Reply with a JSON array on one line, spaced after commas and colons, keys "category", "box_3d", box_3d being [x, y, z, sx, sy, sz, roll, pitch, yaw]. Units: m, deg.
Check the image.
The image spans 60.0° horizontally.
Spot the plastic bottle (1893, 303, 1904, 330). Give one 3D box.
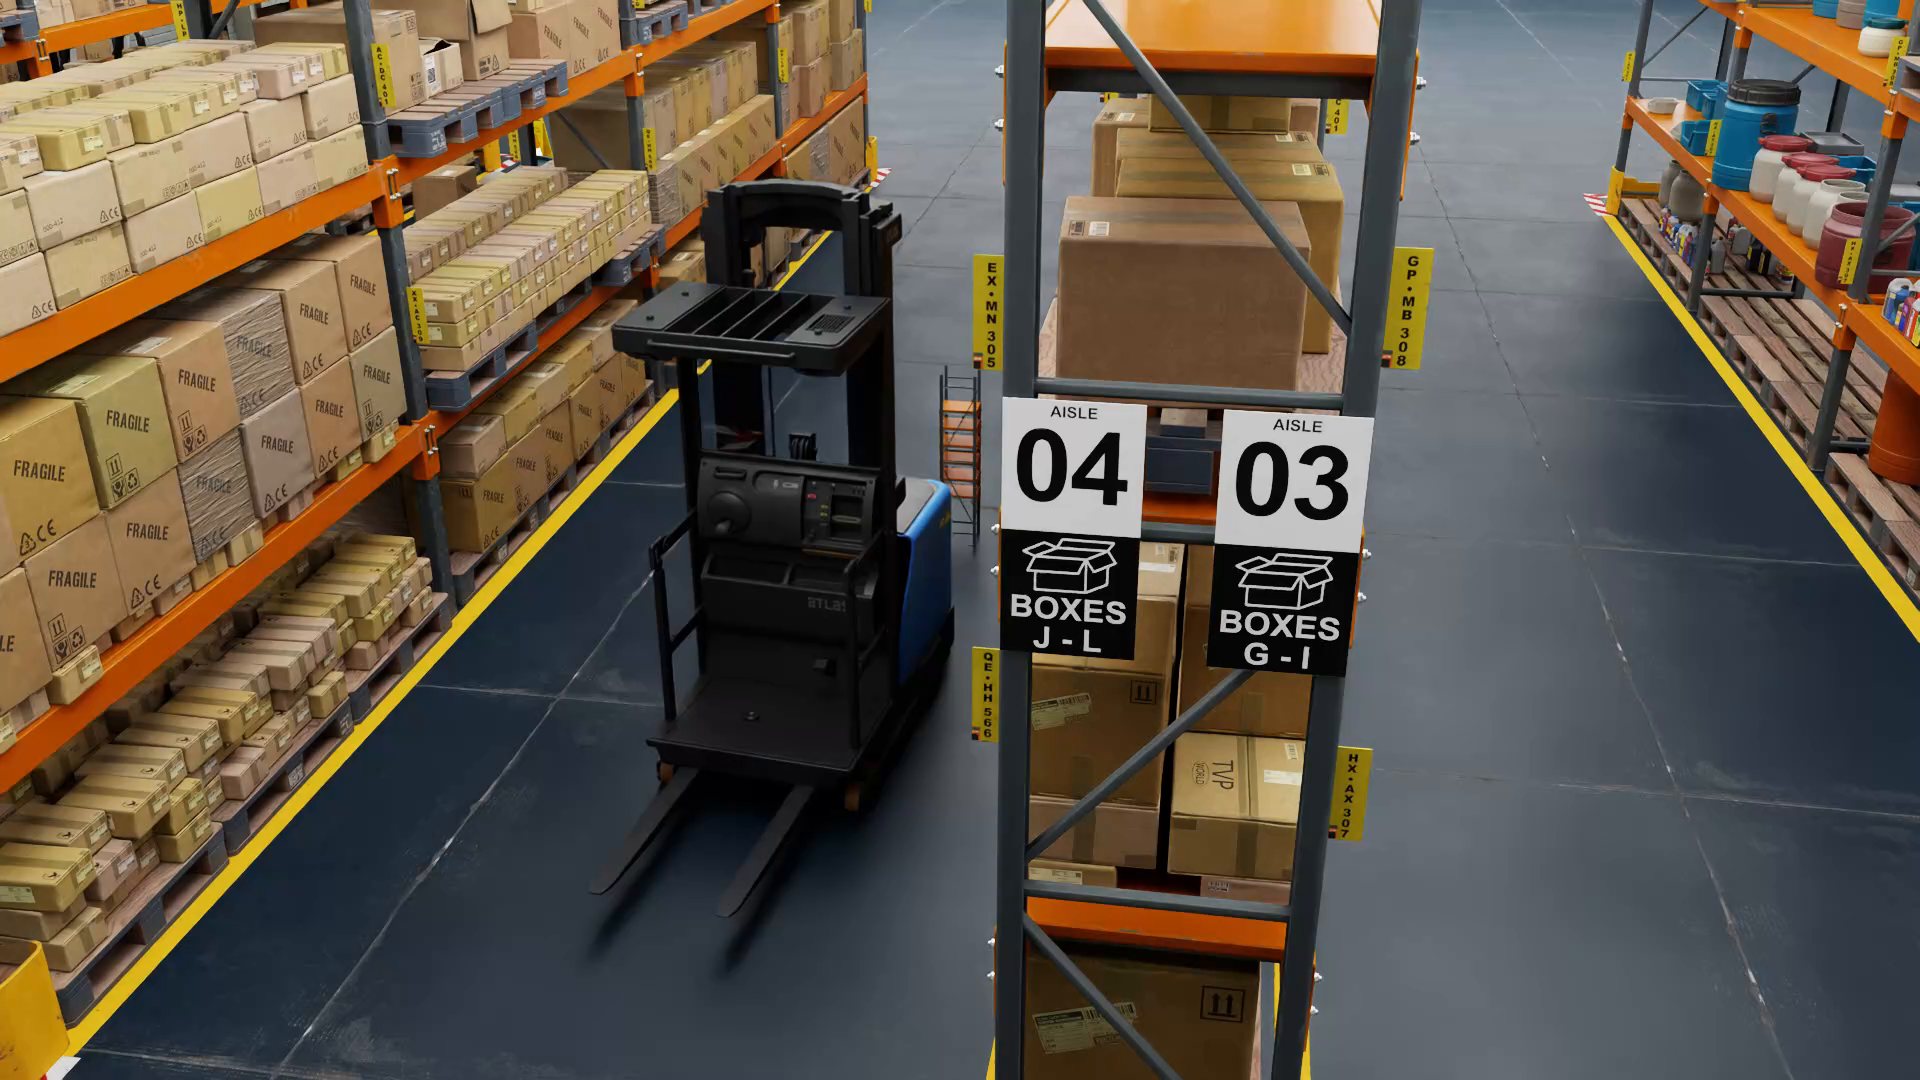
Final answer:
[{"category": "plastic bottle", "box_3d": [6.361, -1.519, 11.192, 0.097, 0.201, 0.097, 0, 25, 0]}]

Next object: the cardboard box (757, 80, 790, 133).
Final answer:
[{"category": "cardboard box", "box_3d": [-2.248, -4.480, 17.106, 0.875, 0.550, 0.550, 4, 25, 9]}]

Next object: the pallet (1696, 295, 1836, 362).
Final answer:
[{"category": "pallet", "box_3d": [7.376, -1.934, 15.133, 1.003, 0.211, 1.213, 4, 25, 9]}]

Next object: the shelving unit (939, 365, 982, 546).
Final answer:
[{"category": "shelving unit", "box_3d": [0.002, -0.549, 11.009, 0.258, 1.200, 0.189, 4, 25, 9]}]

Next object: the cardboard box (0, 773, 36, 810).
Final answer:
[{"category": "cardboard box", "box_3d": [-4.407, 1.136, 7.450, 0.380, 0.149, 0.250, 3, 25, 7]}]

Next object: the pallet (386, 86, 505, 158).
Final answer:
[{"category": "pallet", "box_3d": [-3.398, -2.436, 9.598, 1.213, 0.211, 1.003, 4, 25, 9]}]

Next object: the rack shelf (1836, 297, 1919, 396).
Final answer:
[{"category": "rack shelf", "box_3d": [6.486, -0.693, 10.040, 1.077, 0.370, 4.000, 4, 25, 9]}]

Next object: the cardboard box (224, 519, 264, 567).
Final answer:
[{"category": "cardboard box", "box_3d": [-3.604, -0.003, 8.014, 0.380, 0.149, 0.250, 5, 25, 10]}]

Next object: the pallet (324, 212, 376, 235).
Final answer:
[{"category": "pallet", "box_3d": [-7.122, -3.578, 18.645, 1.003, 0.211, 1.213, 4, 25, 9]}]

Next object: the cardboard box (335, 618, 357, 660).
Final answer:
[{"category": "cardboard box", "box_3d": [-3.538, 0.534, 9.087, 0.380, 0.149, 0.250, 4, 25, 9]}]

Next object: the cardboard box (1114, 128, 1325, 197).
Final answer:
[{"category": "cardboard box", "box_3d": [0.899, -1.159, 5.919, 0.700, 0.500, 0.500, 2, 25, 5]}]

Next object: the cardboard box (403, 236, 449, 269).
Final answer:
[{"category": "cardboard box", "box_3d": [-3.558, -1.871, 10.809, 0.380, 0.149, 0.250, 3, 25, 7]}]

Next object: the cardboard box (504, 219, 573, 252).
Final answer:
[{"category": "cardboard box", "box_3d": [-2.835, -2.044, 11.177, 0.380, 0.149, 0.250, 5, 26, 10]}]

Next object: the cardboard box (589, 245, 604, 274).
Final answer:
[{"category": "cardboard box", "box_3d": [-2.748, -1.994, 11.774, 0.380, 0.149, 0.250, 3, 25, 6]}]

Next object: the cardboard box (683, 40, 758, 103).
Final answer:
[{"category": "cardboard box", "box_3d": [-2.372, -4.547, 16.129, 0.700, 0.500, 0.500, 4, 25, 8]}]

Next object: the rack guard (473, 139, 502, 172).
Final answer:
[{"category": "rack guard", "box_3d": [-6.555, -5.067, 21.485, 1.175, 0.500, 0.348, 4, 25, 9]}]

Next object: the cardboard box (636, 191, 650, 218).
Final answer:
[{"category": "cardboard box", "box_3d": [-2.582, -2.557, 12.625, 0.380, 0.149, 0.250, 5, 25, 10]}]

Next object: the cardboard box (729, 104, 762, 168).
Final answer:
[{"category": "cardboard box", "box_3d": [-2.201, -3.854, 15.828, 0.500, 0.500, 0.500, 4, 25, 8]}]

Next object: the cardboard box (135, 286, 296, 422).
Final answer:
[{"category": "cardboard box", "box_3d": [-3.591, -0.899, 7.984, 0.500, 0.500, 0.500, 5, 25, 10]}]

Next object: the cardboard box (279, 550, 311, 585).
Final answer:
[{"category": "cardboard box", "box_3d": [-3.968, 0.161, 9.533, 0.380, 0.149, 0.250, 5, 26, 11]}]

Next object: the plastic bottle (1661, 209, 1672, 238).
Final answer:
[{"category": "plastic bottle", "box_3d": [7.461, -3.340, 17.532, 0.061, 0.283, 0.133, 4, 25, 9]}]

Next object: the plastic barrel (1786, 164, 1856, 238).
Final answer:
[{"category": "plastic barrel", "box_3d": [6.903, -2.717, 13.356, 0.433, 0.535, 0.433, 0, 25, 0]}]

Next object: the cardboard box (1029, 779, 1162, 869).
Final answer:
[{"category": "cardboard box", "box_3d": [0.436, 0.860, 5.701, 0.500, 0.250, 0.500, 4, 25, 8]}]

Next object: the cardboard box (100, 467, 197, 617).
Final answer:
[{"category": "cardboard box", "box_3d": [-3.757, -0.017, 7.278, 0.500, 0.500, 0.500, 4, 25, 9]}]

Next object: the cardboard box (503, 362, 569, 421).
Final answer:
[{"category": "cardboard box", "box_3d": [-3.050, -1.036, 11.493, 0.500, 0.250, 0.500, 5, 26, 11]}]

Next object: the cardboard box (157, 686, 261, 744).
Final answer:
[{"category": "cardboard box", "box_3d": [-3.641, 0.846, 8.070, 0.380, 0.149, 0.250, 4, 25, 9]}]

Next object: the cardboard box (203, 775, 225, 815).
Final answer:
[{"category": "cardboard box", "box_3d": [-3.763, 1.234, 7.944, 0.380, 0.149, 0.250, 4, 25, 9]}]

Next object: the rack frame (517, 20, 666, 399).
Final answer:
[{"category": "rack frame", "box_3d": [-2.950, -2.584, 13.232, 1.000, 3.000, 0.127, 4, 25, 9]}]

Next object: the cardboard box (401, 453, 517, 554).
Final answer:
[{"category": "cardboard box", "box_3d": [-3.222, -0.260, 10.720, 0.500, 0.500, 0.500, 5, 26, 11]}]

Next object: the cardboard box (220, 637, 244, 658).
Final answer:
[{"category": "cardboard box", "box_3d": [-4.051, 0.627, 8.889, 0.380, 0.149, 0.250, 5, 26, 11]}]

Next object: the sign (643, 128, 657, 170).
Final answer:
[{"category": "sign", "box_3d": [-2.413, -3.039, 12.932, 0.100, 0.325, 0.005, 4, 25, 9]}]

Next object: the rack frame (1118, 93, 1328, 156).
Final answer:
[{"category": "rack frame", "box_3d": [1.273, -3.242, 7.562, 1.000, 3.000, 0.127, 4, 25, 9]}]

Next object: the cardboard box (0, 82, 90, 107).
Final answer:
[{"category": "cardboard box", "box_3d": [-4.153, -1.958, 7.472, 0.380, 0.149, 0.250, 5, 26, 11]}]

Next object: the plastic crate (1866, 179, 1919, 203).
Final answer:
[{"category": "plastic crate", "box_3d": [7.379, -2.539, 13.060, 0.402, 0.464, 0.583, 4, 25, 9]}]

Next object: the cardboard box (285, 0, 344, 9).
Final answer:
[{"category": "cardboard box", "box_3d": [-6.806, -5.572, 17.967, 0.700, 0.500, 0.500, 4, 25, 9]}]

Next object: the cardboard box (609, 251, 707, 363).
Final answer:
[{"category": "cardboard box", "box_3d": [-2.762, -2.004, 14.151, 1.050, 0.750, 0.750, 4, 25, 8]}]

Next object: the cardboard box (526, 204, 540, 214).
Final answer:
[{"category": "cardboard box", "box_3d": [-3.310, -2.382, 12.250, 0.380, 0.149, 0.250, 3, 25, 7]}]

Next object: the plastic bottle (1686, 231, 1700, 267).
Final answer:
[{"category": "plastic bottle", "box_3d": [7.319, -2.897, 16.507, 0.144, 0.351, 0.185, 3, 25, 6]}]

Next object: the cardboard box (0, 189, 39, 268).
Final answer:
[{"category": "cardboard box", "box_3d": [-3.845, -1.139, 6.195, 0.500, 0.250, 0.500, 4, 25, 8]}]

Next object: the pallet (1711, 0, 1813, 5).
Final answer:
[{"category": "pallet", "box_3d": [7.488, -5.110, 15.312, 1.213, 0.211, 1.003, 4, 25, 9]}]

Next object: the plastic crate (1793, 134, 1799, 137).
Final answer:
[{"category": "plastic crate", "box_3d": [7.678, -3.710, 15.711, 0.767, 0.338, 0.504, 4, 25, 9]}]

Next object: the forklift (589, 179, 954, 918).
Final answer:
[{"category": "forklift", "box_3d": [-0.923, -0.143, 8.097, 1.130, 2.935, 3.031, 7, 26, 14]}]

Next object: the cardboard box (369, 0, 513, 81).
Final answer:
[{"category": "cardboard box", "box_3d": [-3.222, -3.144, 10.272, 0.797, 0.503, 0.637, 4, 25, 8]}]

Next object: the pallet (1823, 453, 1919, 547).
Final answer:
[{"category": "pallet", "box_3d": [6.725, -0.260, 11.555, 1.003, 0.211, 1.213, 4, 25, 9]}]

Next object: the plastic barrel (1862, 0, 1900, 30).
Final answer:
[{"category": "plastic barrel", "box_3d": [7.384, -4.339, 12.851, 0.600, 0.901, 0.708, 4, 25, 9]}]

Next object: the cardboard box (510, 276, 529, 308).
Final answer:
[{"category": "cardboard box", "box_3d": [-2.962, -1.581, 10.538, 0.380, 0.149, 0.250, 3, 25, 6]}]

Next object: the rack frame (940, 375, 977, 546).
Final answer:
[{"category": "rack frame", "box_3d": [-0.013, -0.511, 10.927, 0.240, 1.200, 0.006, 4, 25, 9]}]

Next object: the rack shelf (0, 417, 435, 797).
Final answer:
[{"category": "rack shelf", "box_3d": [-3.931, 0.251, 8.024, 1.077, 0.370, 4.000, 4, 25, 9]}]

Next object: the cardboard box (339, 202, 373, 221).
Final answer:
[{"category": "cardboard box", "box_3d": [-6.834, -3.731, 18.430, 0.500, 0.250, 0.500, 3, 25, 6]}]

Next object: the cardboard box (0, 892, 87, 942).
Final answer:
[{"category": "cardboard box", "box_3d": [-3.919, 1.527, 6.967, 0.380, 0.149, 0.250, 5, 26, 11]}]

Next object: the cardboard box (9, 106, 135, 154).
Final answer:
[{"category": "cardboard box", "box_3d": [-3.697, -1.703, 6.929, 0.380, 0.149, 0.250, 5, 26, 10]}]

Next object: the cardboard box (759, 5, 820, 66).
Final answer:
[{"category": "cardboard box", "box_3d": [-2.003, -5.420, 17.841, 0.875, 0.550, 0.550, 4, 25, 9]}]
